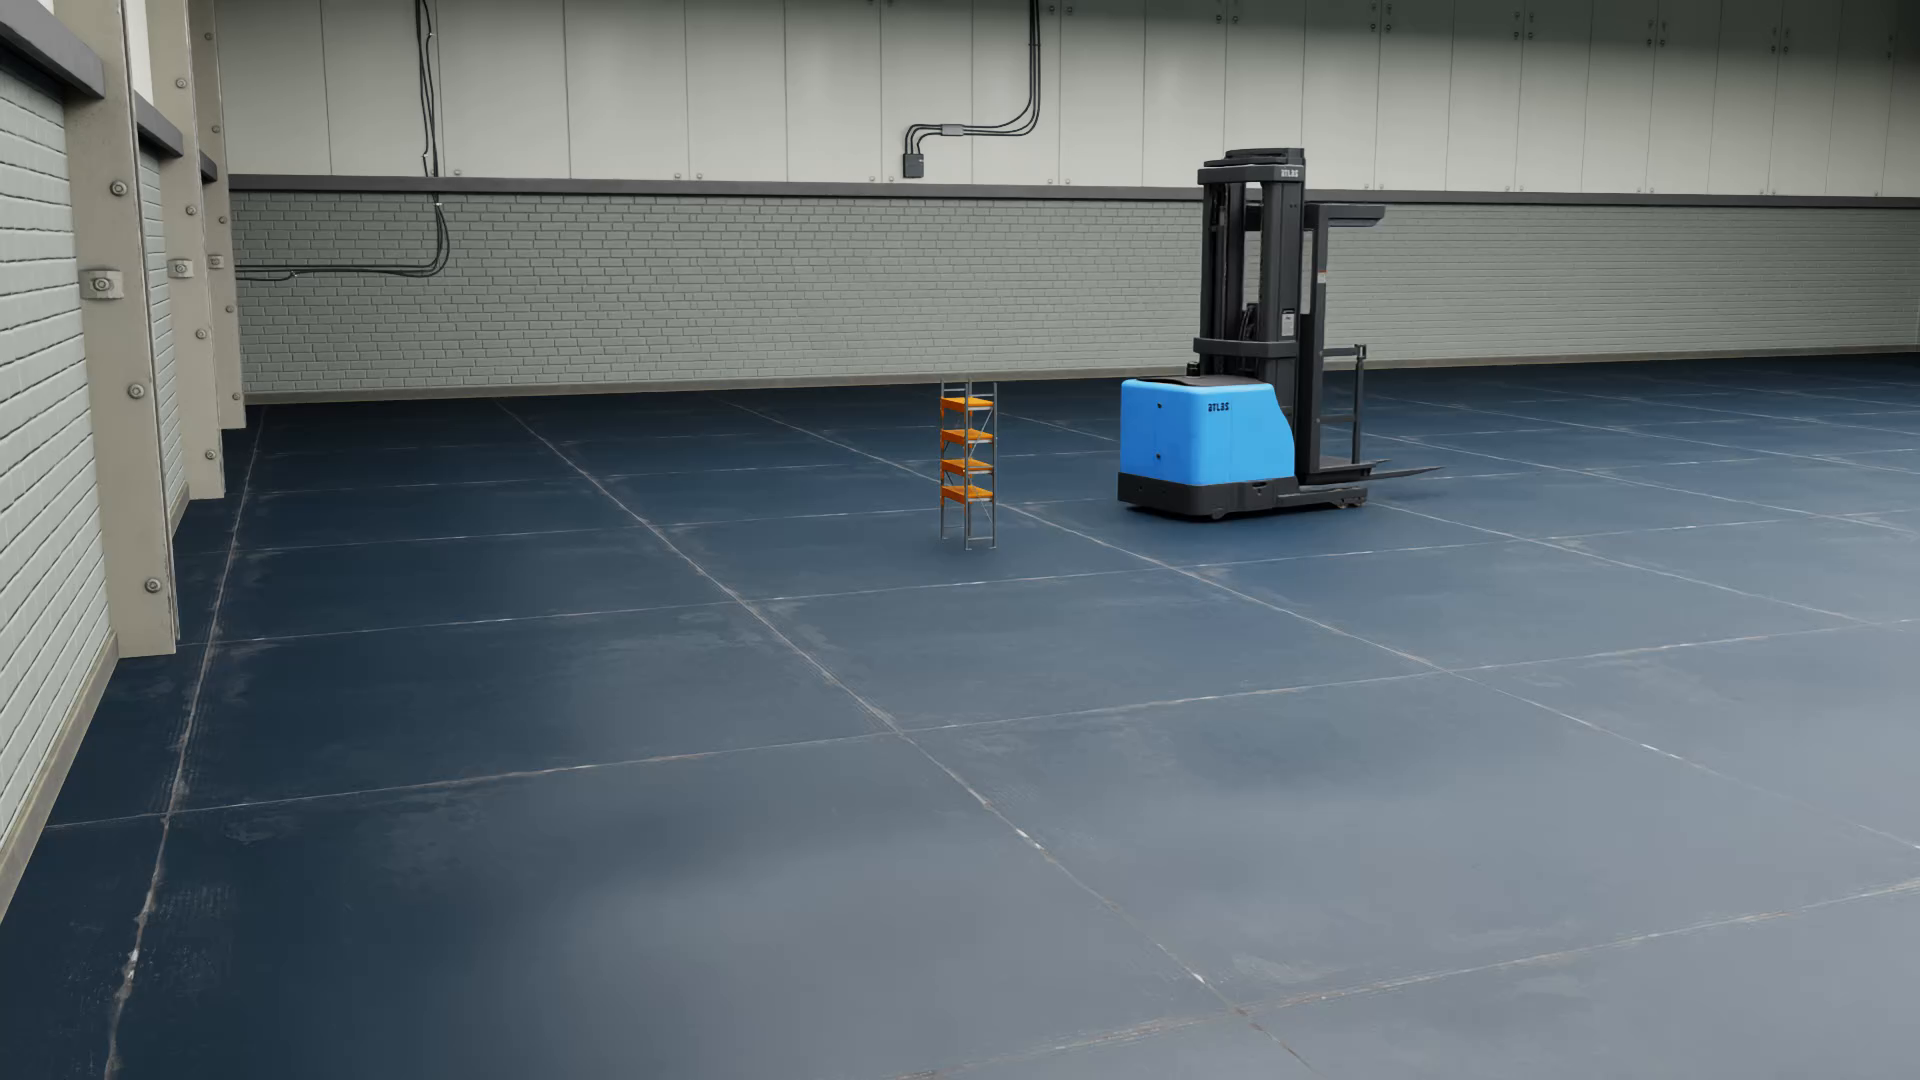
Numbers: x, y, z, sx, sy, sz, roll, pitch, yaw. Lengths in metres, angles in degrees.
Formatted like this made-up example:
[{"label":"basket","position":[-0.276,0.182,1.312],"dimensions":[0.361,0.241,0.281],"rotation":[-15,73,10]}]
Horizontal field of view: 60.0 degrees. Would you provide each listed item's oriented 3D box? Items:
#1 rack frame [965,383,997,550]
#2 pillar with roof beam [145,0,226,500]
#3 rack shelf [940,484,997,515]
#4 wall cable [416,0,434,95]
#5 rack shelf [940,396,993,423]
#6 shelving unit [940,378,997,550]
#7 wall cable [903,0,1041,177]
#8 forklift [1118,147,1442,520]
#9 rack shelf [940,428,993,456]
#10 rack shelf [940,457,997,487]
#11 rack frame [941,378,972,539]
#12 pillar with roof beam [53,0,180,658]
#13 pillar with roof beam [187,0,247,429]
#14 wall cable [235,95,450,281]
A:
[{"label":"rack frame","position":[0.148,-0.524,11.939],"dimensions":[0.240,1.200,0.015],"rotation":[-4,11,-21]},{"label":"pillar with roof beam","position":[-2.614,-5.092,15.354],"dimensions":[9.100,9.000,0.400],"rotation":[-4,11,-21]},{"label":"rack shelf","position":[0.060,-0.302,12.210],"dimensions":[0.258,0.148,0.480],"rotation":[-4,11,-21]},{"label":"wall cable","position":[-6.114,-7.493,23.294],"dimensions":[3.097,2.526,0.112],"rotation":[-4,11,-21]},{"label":"rack shelf","position":[0.060,-0.951,12.094],"dimensions":[0.258,0.148,0.480],"rotation":[-4,11,-21]},{"label":"shelving unit","position":[0.060,-0.564,12.163],"dimensions":[0.258,1.200,0.503],"rotation":[-4,11,-21]},{"label":"wall cable","position":[0.218,-8.638,25.574],"dimensions":[2.305,6.003,0.169],"rotation":[-4,11,-21]},{"label":"forklift","position":[2.834,-1.776,14.037],"dimensions":[3.031,2.935,1.130],"rotation":[-6,12,-32]},{"label":"rack shelf","position":[0.060,-0.718,12.136],"dimensions":[0.258,0.148,0.480],"rotation":[-4,11,-21]},{"label":"rack shelf","position":[0.060,-0.497,12.175],"dimensions":[0.258,0.148,0.480],"rotation":[-4,11,-21]},{"label":"rack frame","position":[-0.028,-0.604,12.387],"dimensions":[0.240,1.200,0.015],"rotation":[-4,11,-21]},{"label":"pillar with roof beam","position":[-0.440,-4.113,9.848],"dimensions":[9.100,9.000,0.400],"rotation":[-4,11,-21]},{"label":"pillar with roof beam","position":[-4.788,-6.072,20.860],"dimensions":[9.100,9.000,0.400],"rotation":[-4,11,-21]},{"label":"wall cable","position":[-8.636,-4.835,22.771],"dimensions":[3.097,2.526,0.112],"rotation":[-4,11,-21]}]
